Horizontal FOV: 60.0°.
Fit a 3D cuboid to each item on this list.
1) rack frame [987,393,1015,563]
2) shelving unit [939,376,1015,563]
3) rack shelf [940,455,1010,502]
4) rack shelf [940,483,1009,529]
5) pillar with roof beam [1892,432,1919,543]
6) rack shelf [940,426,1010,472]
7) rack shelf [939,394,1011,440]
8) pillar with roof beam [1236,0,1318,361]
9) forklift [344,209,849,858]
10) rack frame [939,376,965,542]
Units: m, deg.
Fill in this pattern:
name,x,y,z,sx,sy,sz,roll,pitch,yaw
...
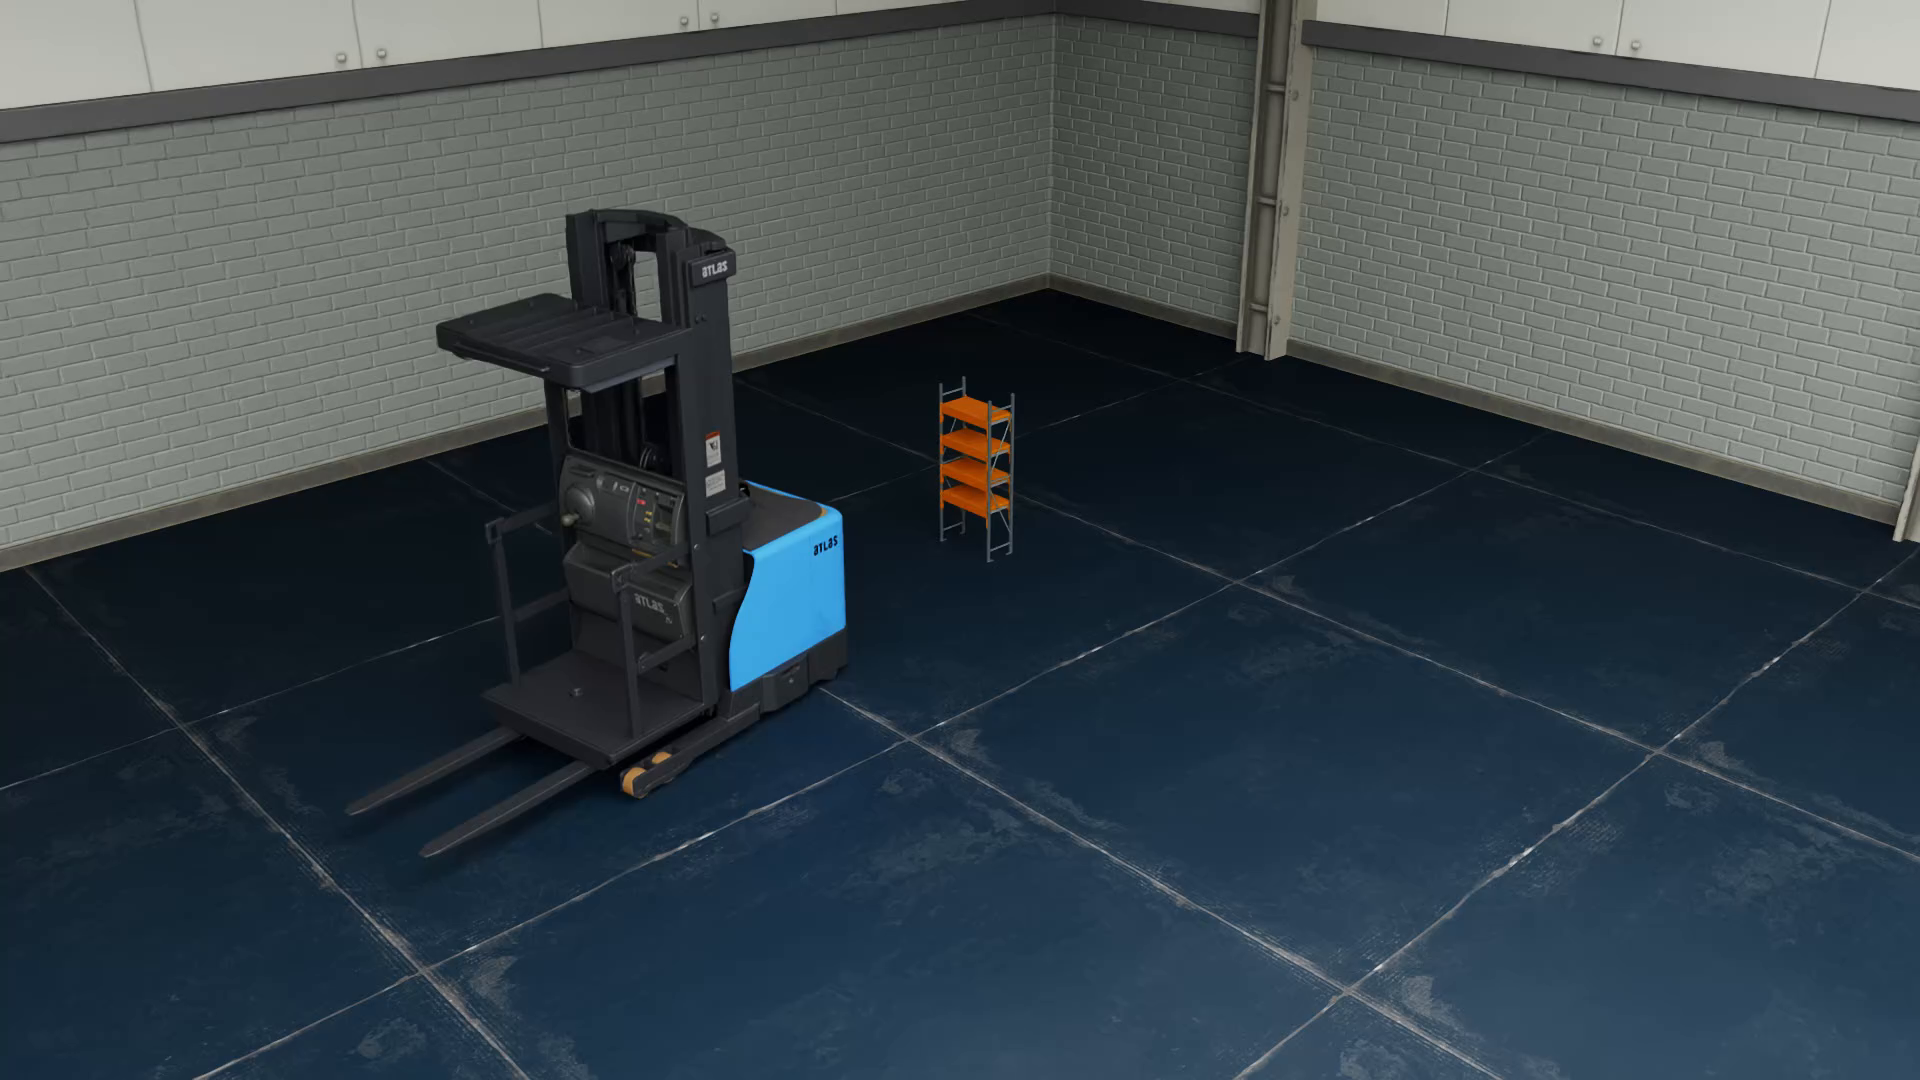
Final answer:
name,x,y,z,sx,sy,sz,roll,pitch,yaw
rack frame,0.280,-0.422,11.526,0.240,1.200,0.015,-21,32,-38
shelving unit,0.113,-0.496,11.688,0.258,1.200,0.503,-21,32,-38
rack shelf,0.113,-0.435,11.716,0.258,0.148,0.480,-21,32,-38
rack shelf,0.113,-0.254,11.798,0.258,0.148,0.480,-21,32,-38
pillar with roof beam,3.859,-2.859,7.472,9.100,9.000,0.400,-21,32,-38
rack shelf,0.113,-0.638,11.623,0.258,0.148,0.480,-21,32,-38
rack shelf,0.113,-0.853,11.525,0.258,0.148,0.480,-21,32,-38
pillar with roof beam,-0.242,-4.677,11.457,9.100,9.000,0.400,-21,32,-38
forklift,-1.968,-0.167,8.882,1.130,2.935,3.031,17,30,33
rack frame,-0.054,-0.570,11.850,0.240,1.200,0.015,-21,32,-38
